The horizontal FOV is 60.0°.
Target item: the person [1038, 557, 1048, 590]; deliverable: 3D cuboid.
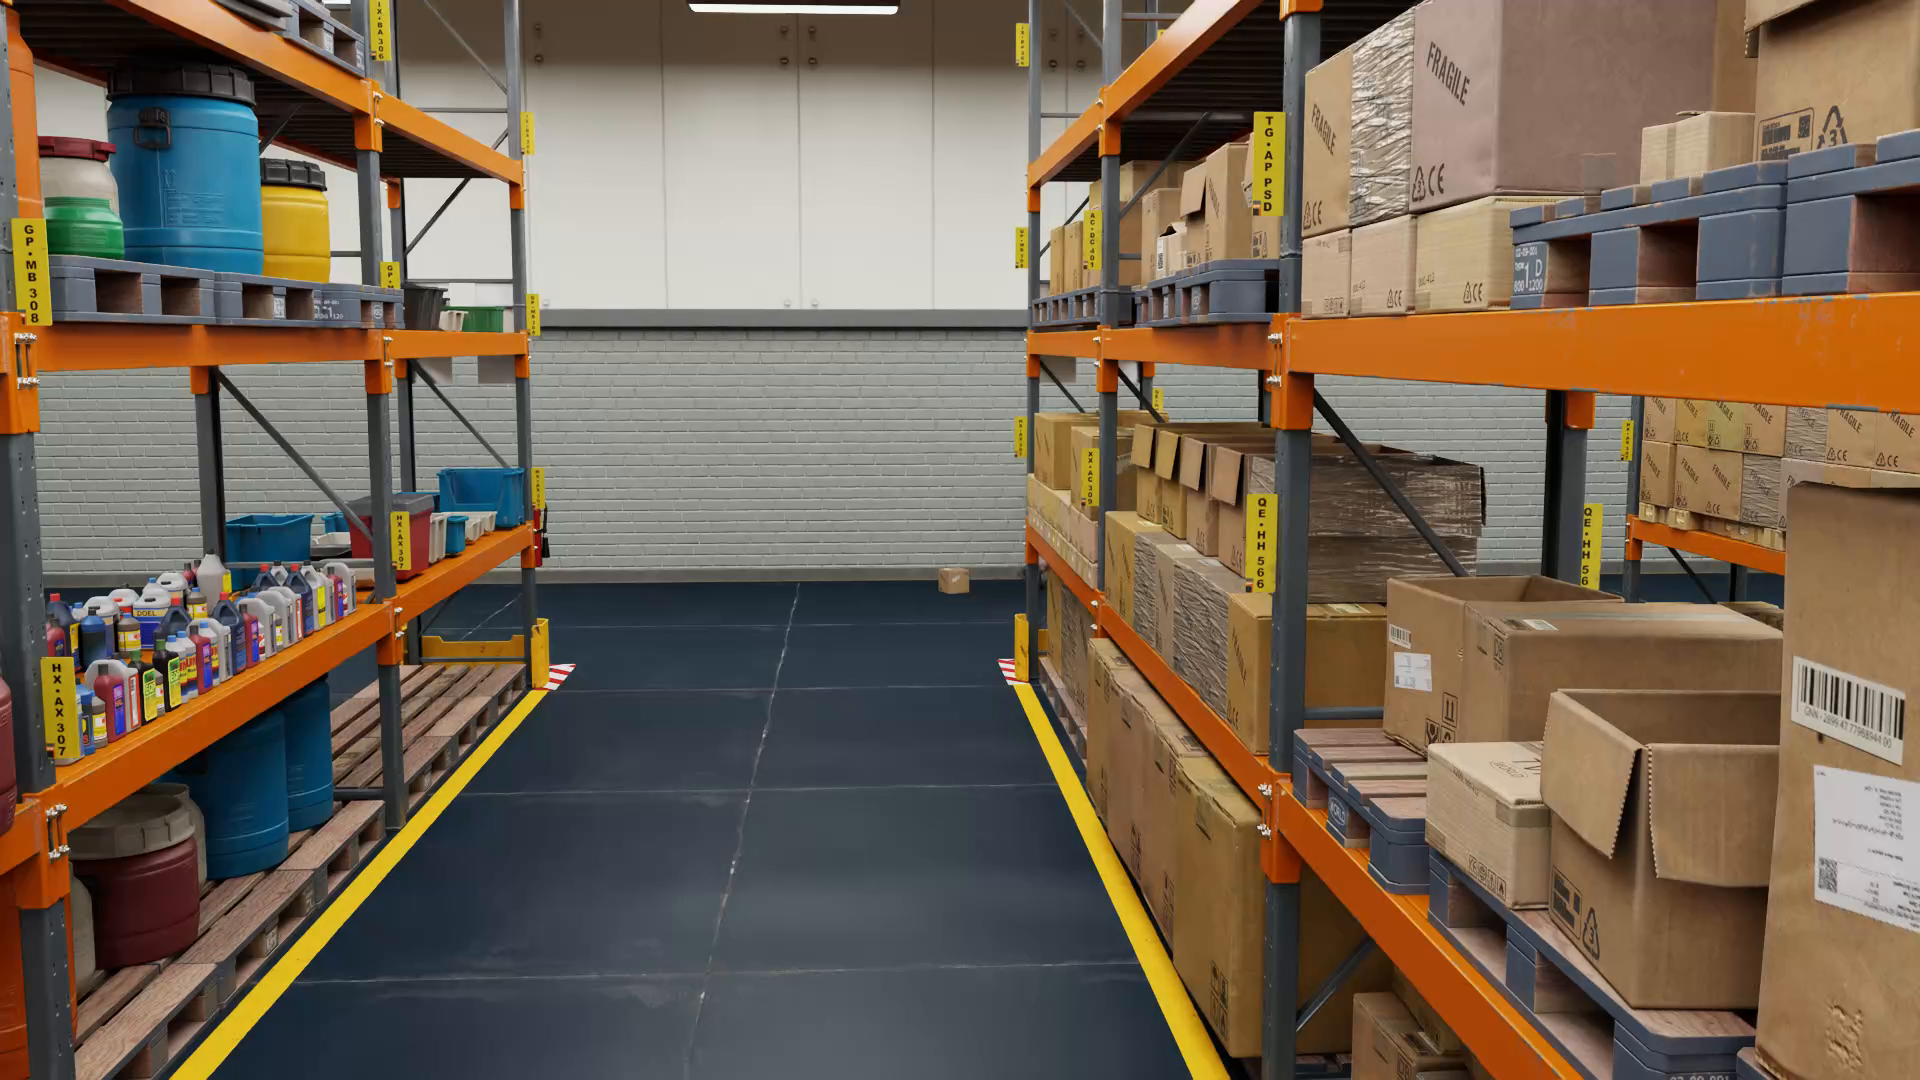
[{"bbox_3d":[1.076,-0.266,18.003,0.796,1.702,0.536,-2,7,-14],"label":"person"}]
